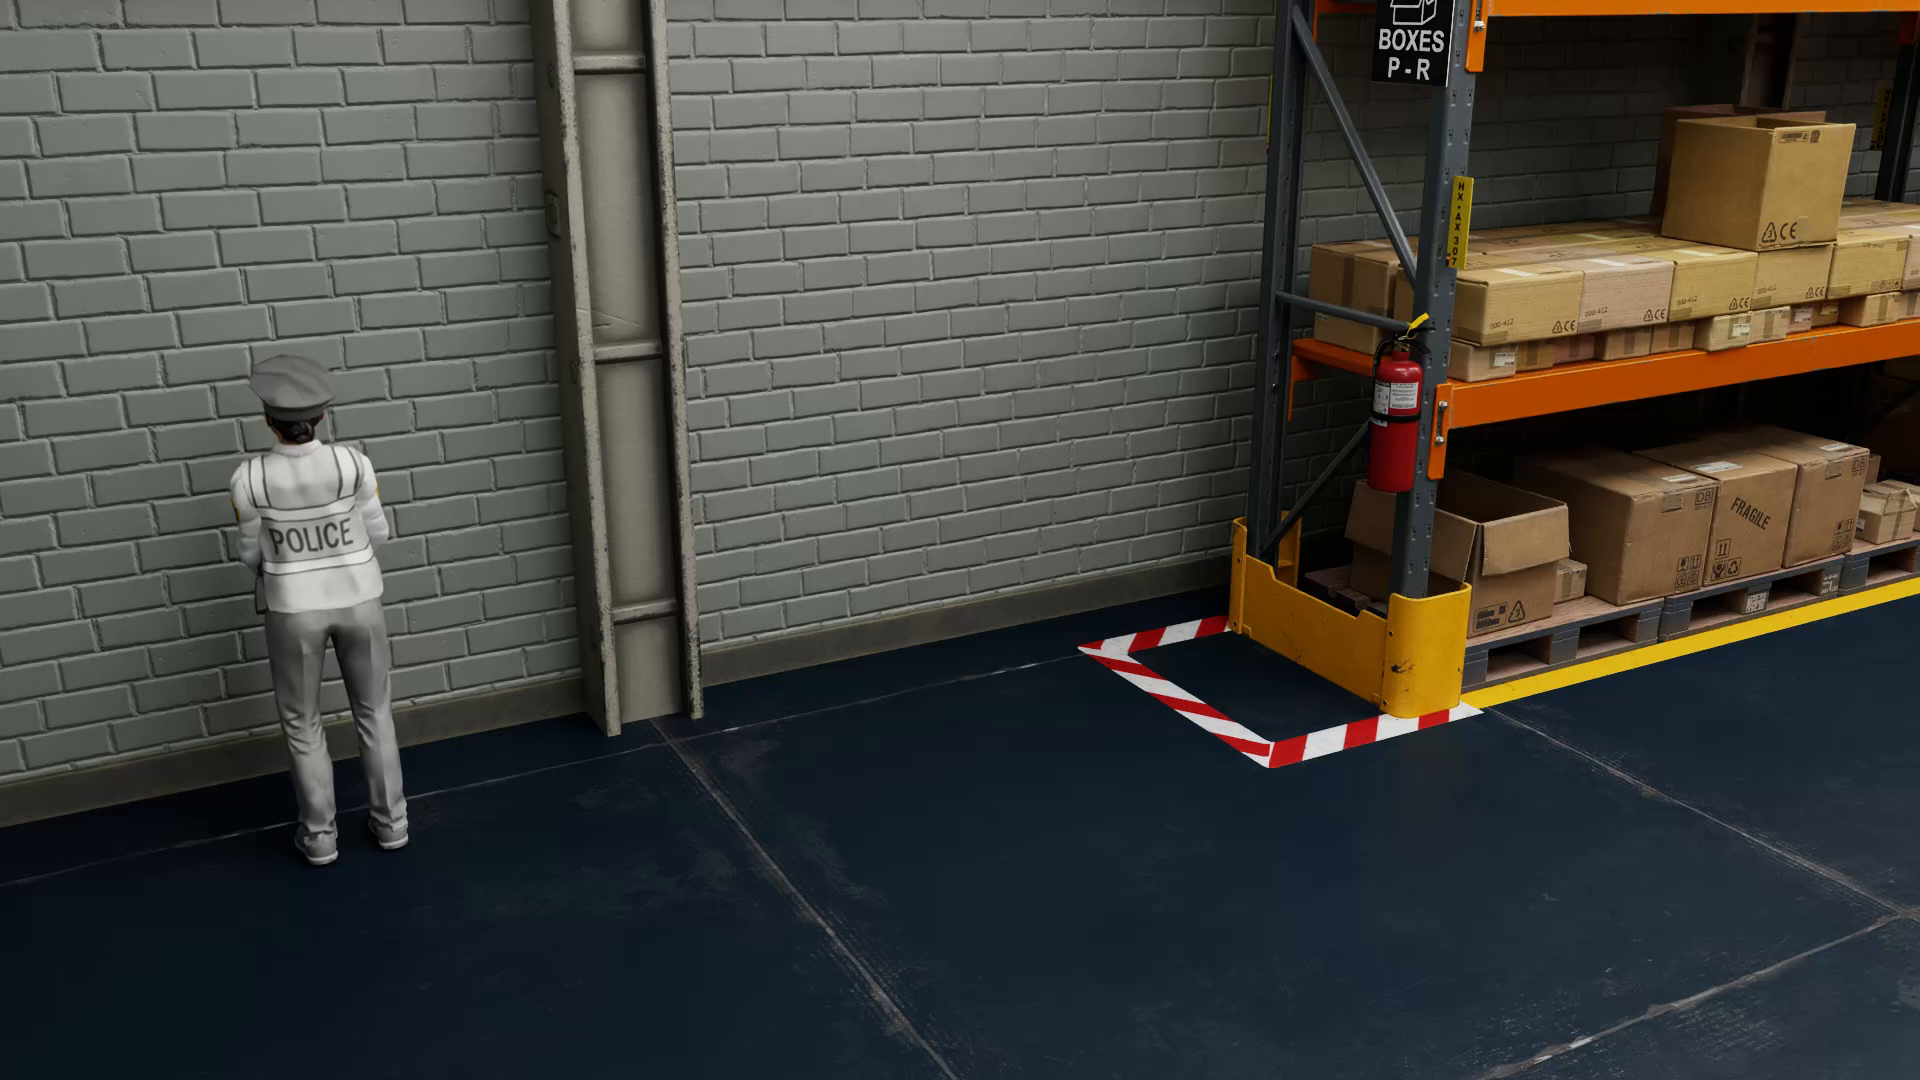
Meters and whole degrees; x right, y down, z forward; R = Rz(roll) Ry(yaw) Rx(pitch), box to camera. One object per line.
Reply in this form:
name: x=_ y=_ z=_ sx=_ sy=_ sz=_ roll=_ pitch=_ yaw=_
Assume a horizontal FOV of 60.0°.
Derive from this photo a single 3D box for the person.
person: x=-2.070 y=0.213 z=5.393 sx=0.459 sy=1.687 sz=0.547 roll=-9 pitch=21 yaw=-25
